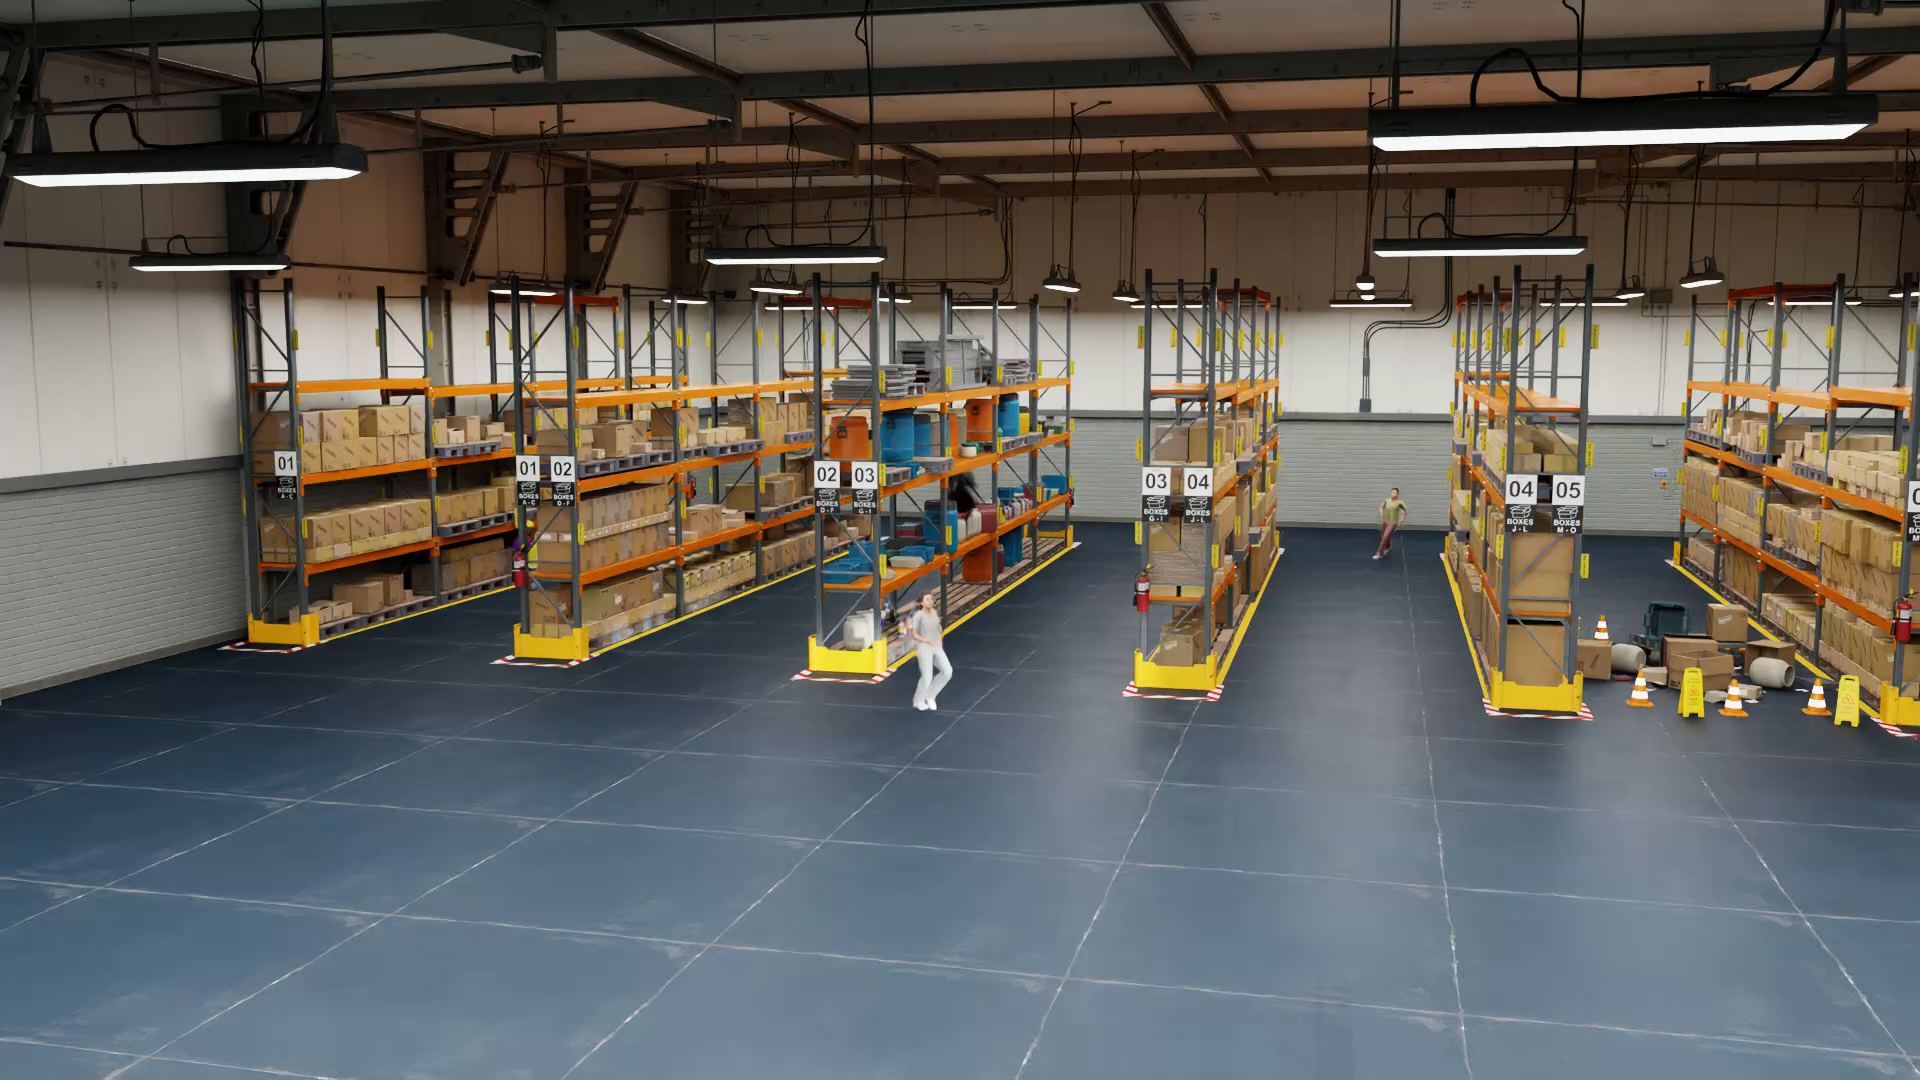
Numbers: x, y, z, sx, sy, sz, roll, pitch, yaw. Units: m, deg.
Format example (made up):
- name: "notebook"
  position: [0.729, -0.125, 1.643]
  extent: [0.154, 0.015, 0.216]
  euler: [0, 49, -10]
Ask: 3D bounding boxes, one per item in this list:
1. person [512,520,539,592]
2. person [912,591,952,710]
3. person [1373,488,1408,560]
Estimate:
- name: "person"
  position: [-7.731, 0.529, 29.967]
  extent: [0.640, 1.796, 0.890]
  euler: [1, 7, 9]
- name: "person"
  position: [-0.404, 1.498, 22.476]
  extent: [0.575, 1.627, 0.599]
  euler: [-6, 9, -42]
- name: "person"
  position: [9.872, -0.387, 38.086]
  extent: [0.637, 1.630, 0.938]
  euler: [6, 9, 39]
